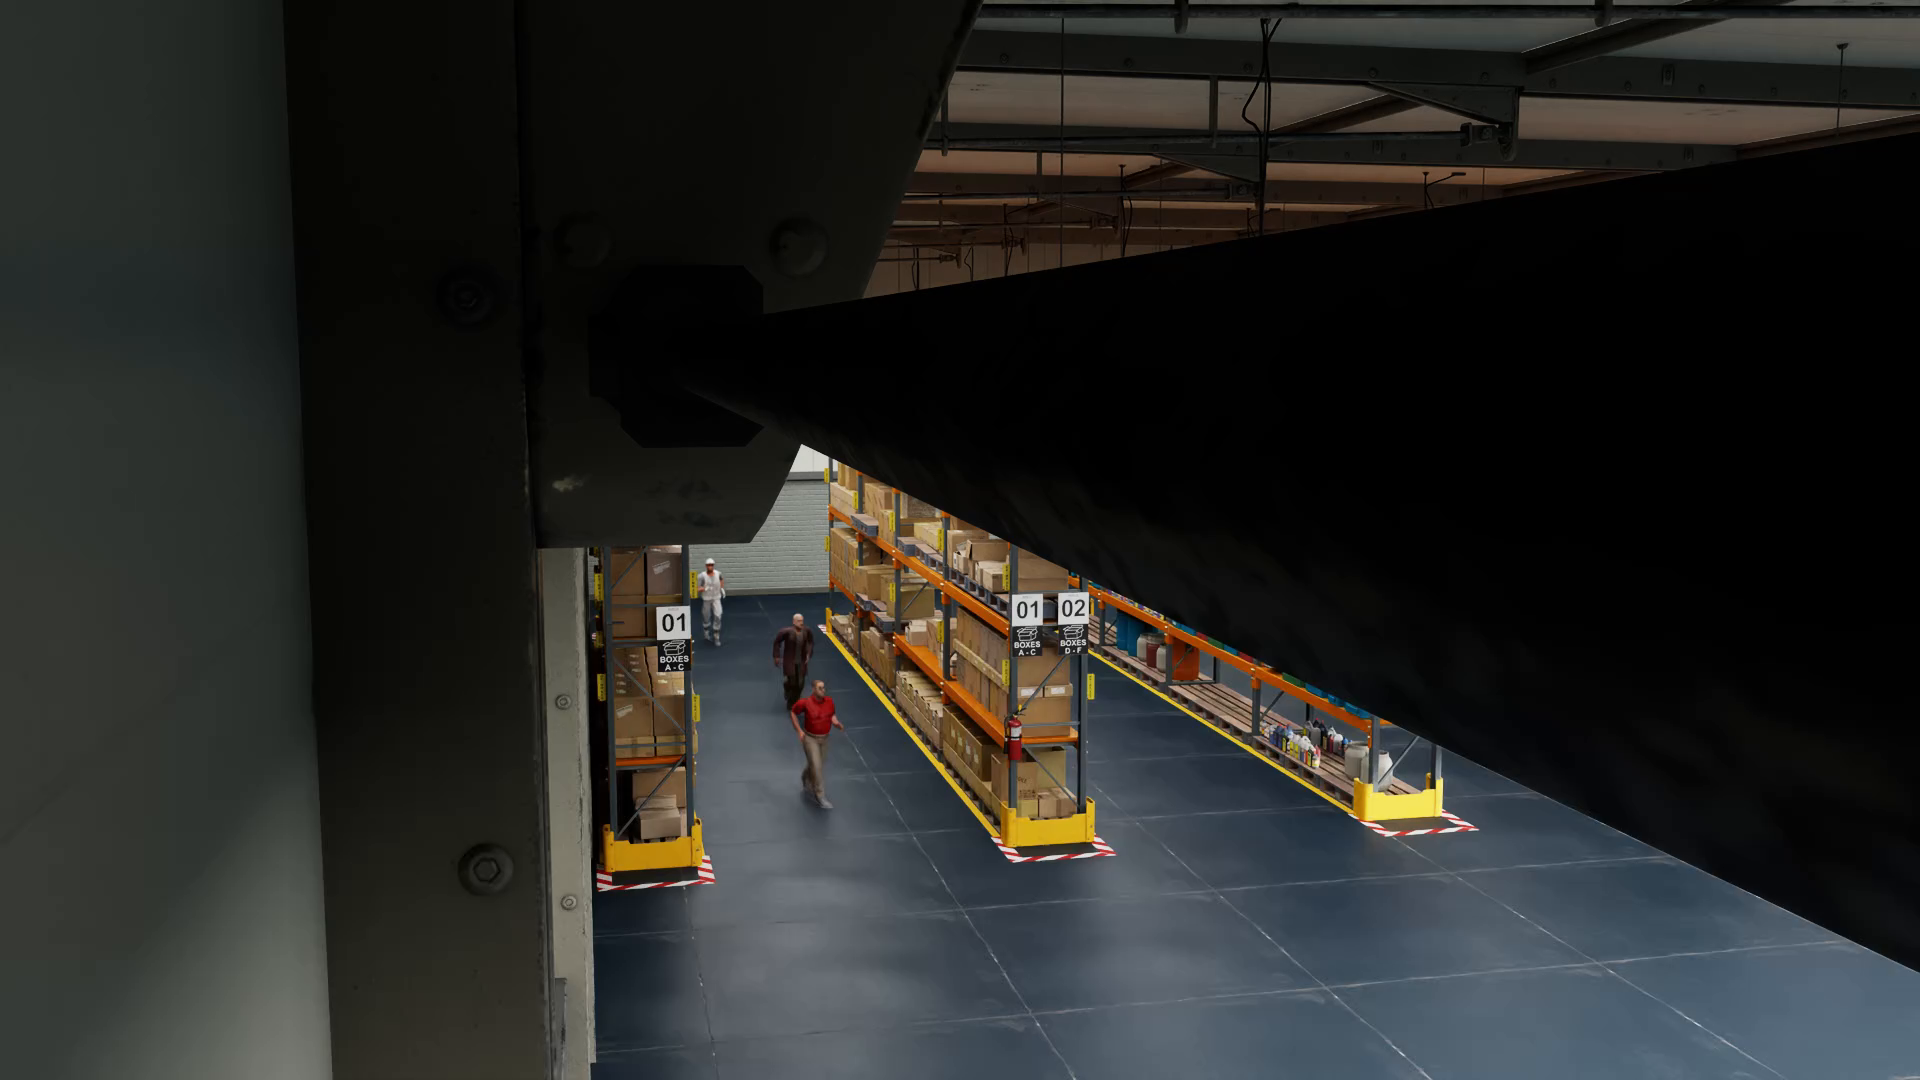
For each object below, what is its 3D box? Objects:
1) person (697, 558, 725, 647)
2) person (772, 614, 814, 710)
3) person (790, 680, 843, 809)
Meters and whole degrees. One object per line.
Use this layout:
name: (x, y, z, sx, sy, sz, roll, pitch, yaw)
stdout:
person: (-5.229, 1.285, 34.893, 0.660, 1.831, 0.871, -2, 7, -19)
person: (-2.866, 2.094, 28.626, 0.715, 1.713, 0.709, -4, 8, -29)
person: (-2.006, 2.764, 22.951, 0.636, 1.729, 0.945, -5, 9, -37)
